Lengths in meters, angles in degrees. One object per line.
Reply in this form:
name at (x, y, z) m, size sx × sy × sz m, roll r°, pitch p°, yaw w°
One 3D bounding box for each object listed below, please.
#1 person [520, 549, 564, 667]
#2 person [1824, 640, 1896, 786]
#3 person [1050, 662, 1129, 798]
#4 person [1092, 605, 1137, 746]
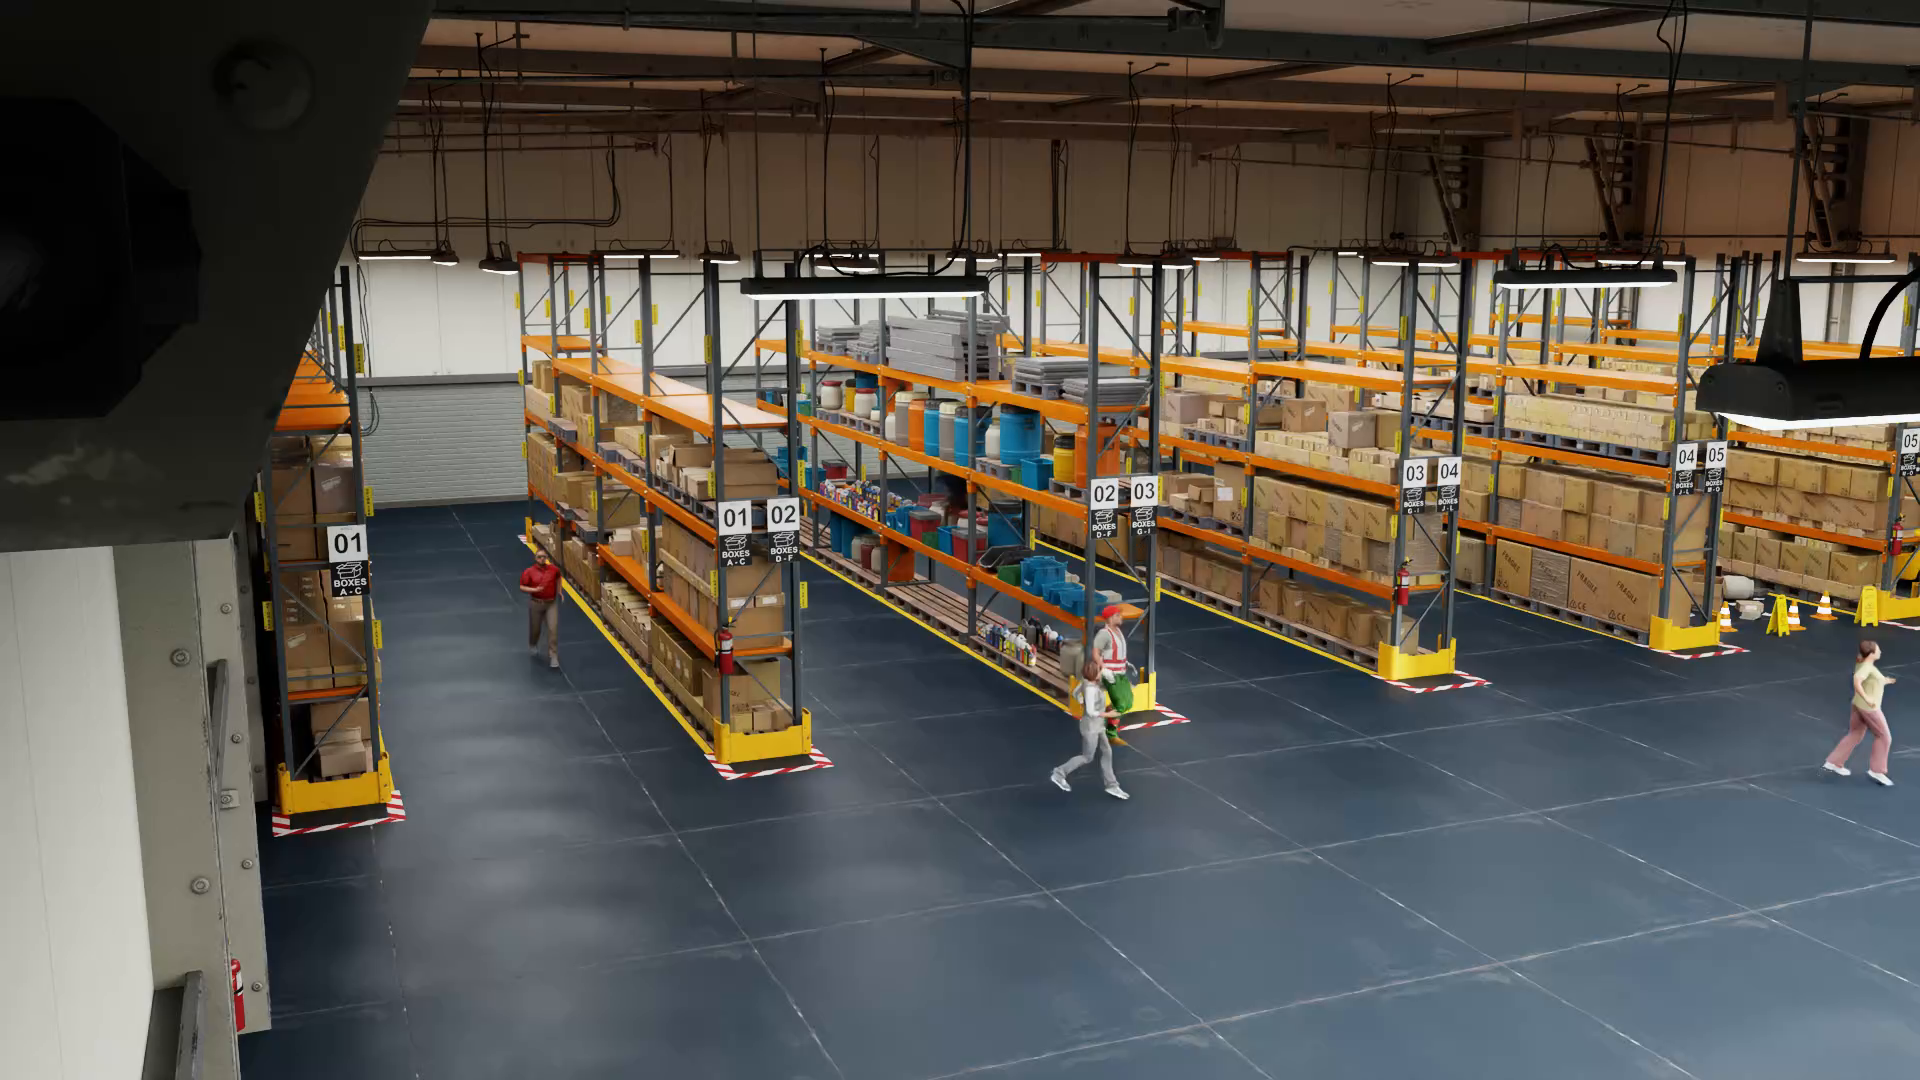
person at (-6.215, 0.981, 24.800) m, size 0.667 × 1.706 × 0.983 m, roll -5°, pitch 11°, yaw -24°
person at (10.545, 2.006, 19.403) m, size 0.742 × 1.713 × 0.563 m, roll 1°, pitch 10°, yaw 6°
person at (1.478, 2.151, 18.834) m, size 0.894 × 1.600 × 0.552 m, roll 1°, pitch 10°, yaw 7°
person at (1.936, 1.697, 21.011) m, size 0.542 × 1.733 × 0.717 m, roll 7°, pitch 12°, yaw 32°
